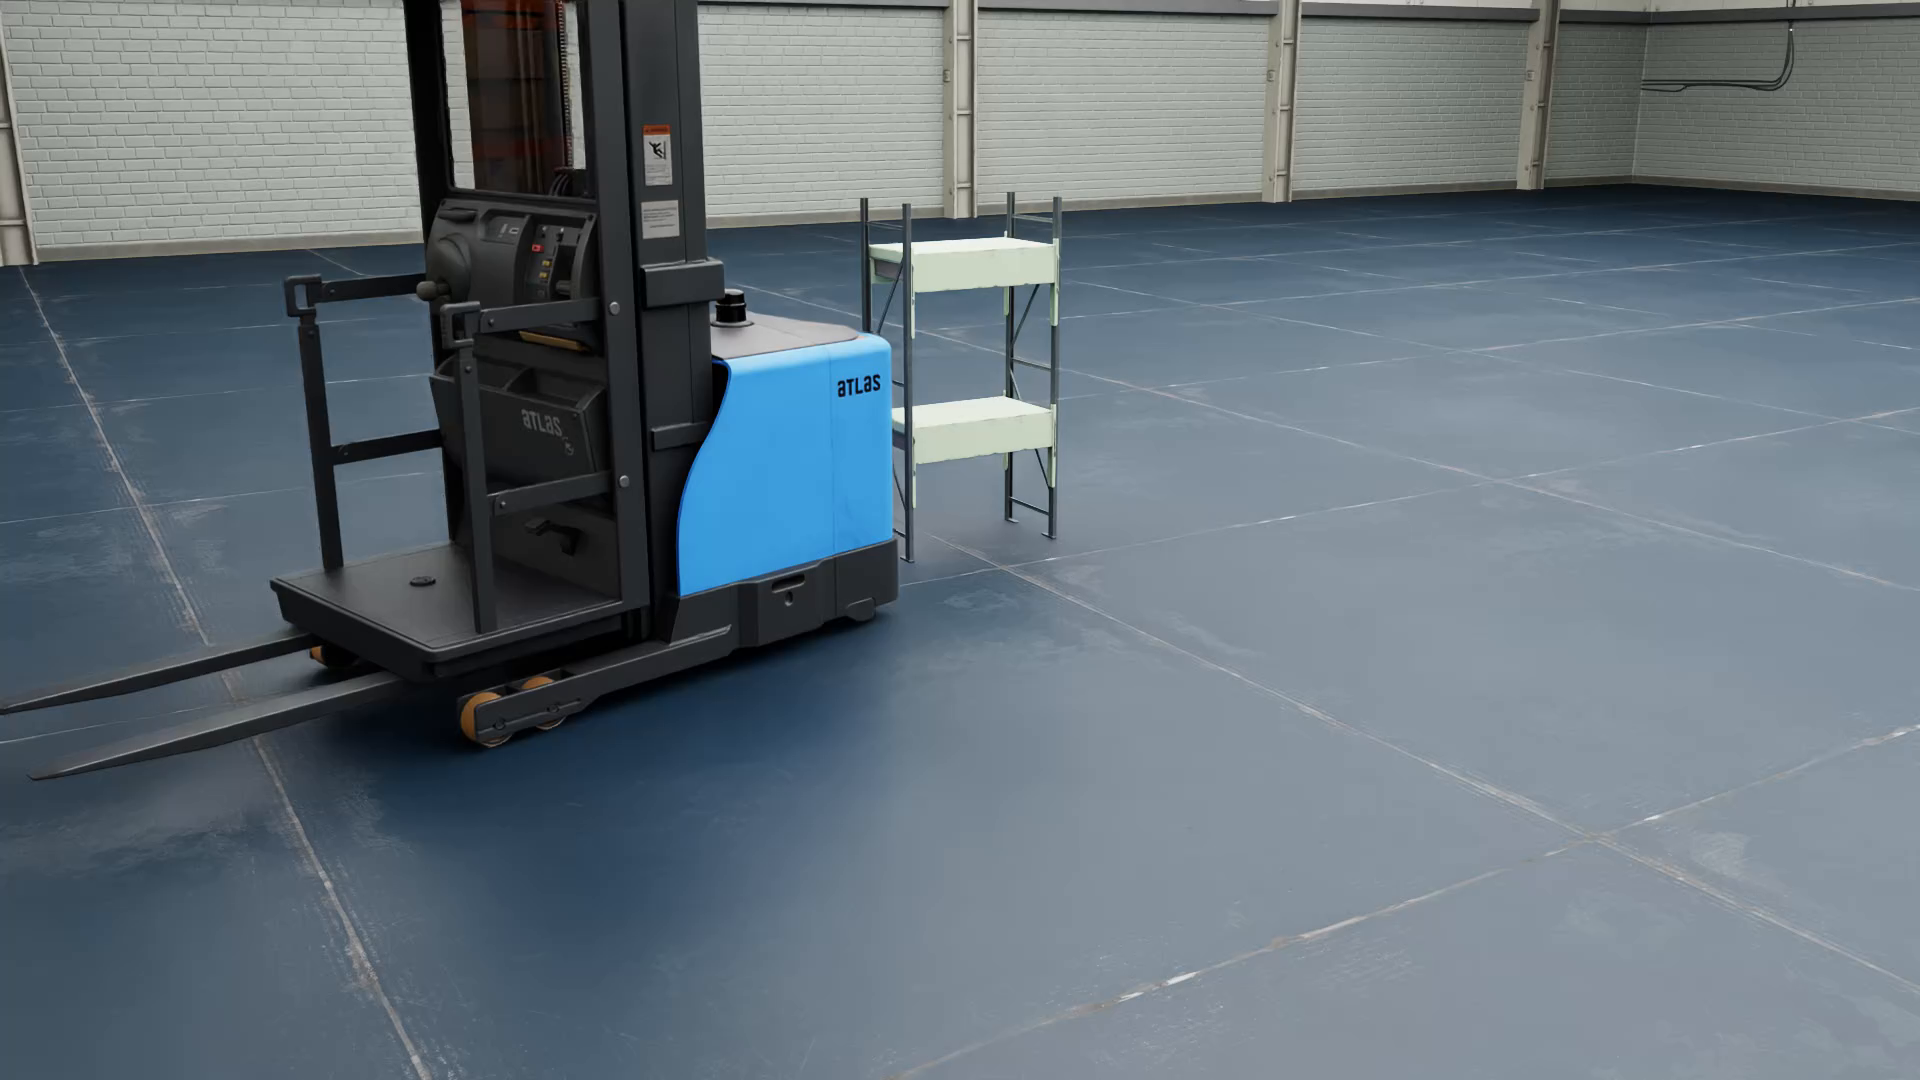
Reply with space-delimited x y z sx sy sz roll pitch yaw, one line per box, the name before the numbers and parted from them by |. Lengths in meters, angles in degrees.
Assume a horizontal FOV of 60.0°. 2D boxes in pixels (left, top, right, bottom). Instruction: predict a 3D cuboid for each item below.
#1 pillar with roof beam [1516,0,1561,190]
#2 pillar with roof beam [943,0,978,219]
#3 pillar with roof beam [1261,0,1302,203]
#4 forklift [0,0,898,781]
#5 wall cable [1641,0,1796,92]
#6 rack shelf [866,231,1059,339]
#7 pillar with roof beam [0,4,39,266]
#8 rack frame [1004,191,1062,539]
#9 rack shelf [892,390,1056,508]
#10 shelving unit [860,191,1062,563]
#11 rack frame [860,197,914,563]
pillar with roof beam | 12.505 -9.683 25.280 0.400 9.000 9.100 -9 18 -30
pillar with roof beam | 2.219 -8.015 19.329 0.400 9.000 9.100 -9 18 -30
pillar with roof beam | 7.362 -8.849 22.305 0.400 9.000 9.100 -9 18 -30
forklift | -1.620 -0.928 5.291 1.130 2.935 3.031 14 21 42
wall cable | 13.494 -9.287 29.622 0.112 2.526 3.097 -9 18 -30
rack shelf | 0.006 -1.099 7.105 0.720 0.370 0.431 -9 18 -30
pillar with roof beam | -8.067 -6.347 13.379 0.400 9.000 9.100 -9 18 -30
rack frame | 0.319 -0.774 7.392 0.023 1.500 0.400 -9 18 -30
rack shelf | 0.006 -0.409 7.299 0.720 0.370 0.431 -9 18 -30
shelving unit | 0.006 -0.723 7.211 0.755 1.500 0.431 -9 18 -30
rack frame | -0.308 -0.672 7.029 0.023 1.500 0.400 -9 18 -30
